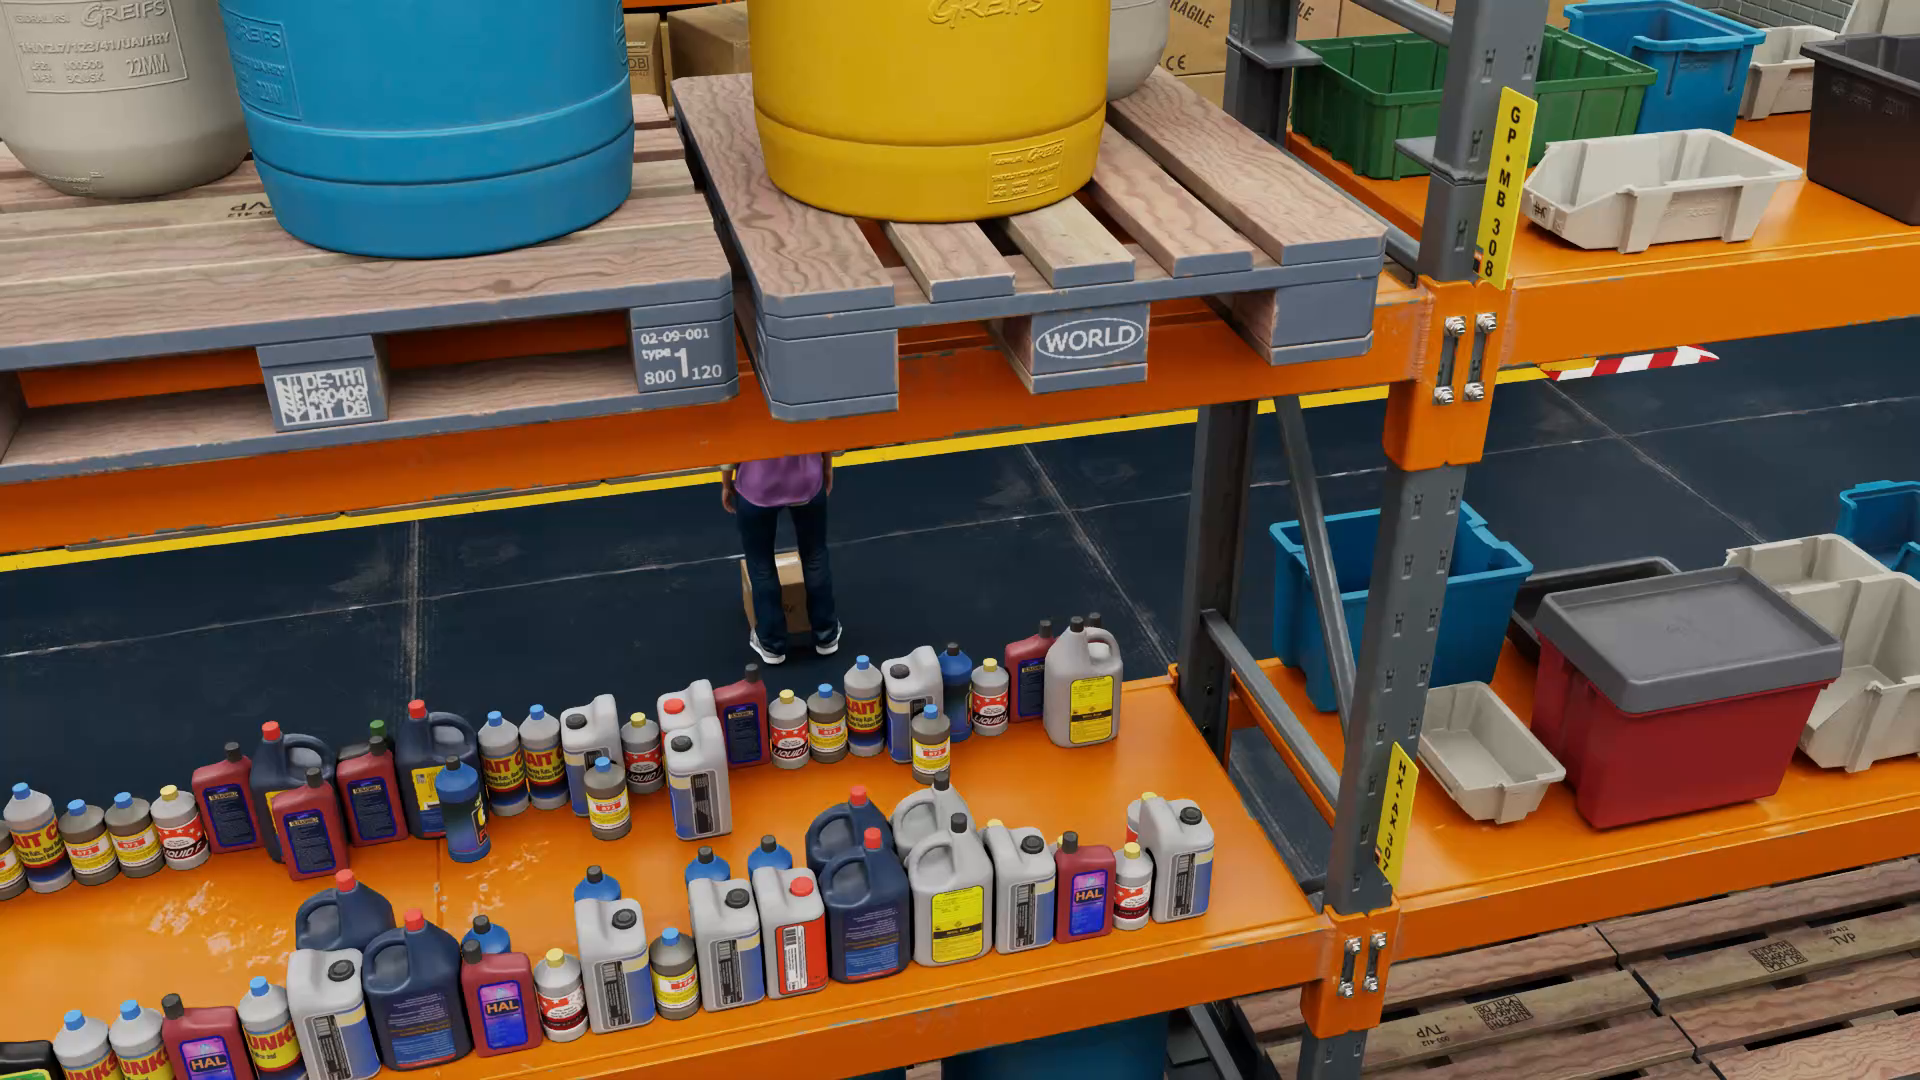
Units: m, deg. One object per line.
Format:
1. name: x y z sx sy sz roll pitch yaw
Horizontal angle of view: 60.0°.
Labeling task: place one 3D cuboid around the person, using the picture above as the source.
1. person: -0.706 -0.224 6.520 0.478 1.592 0.345 -10 32 -16
